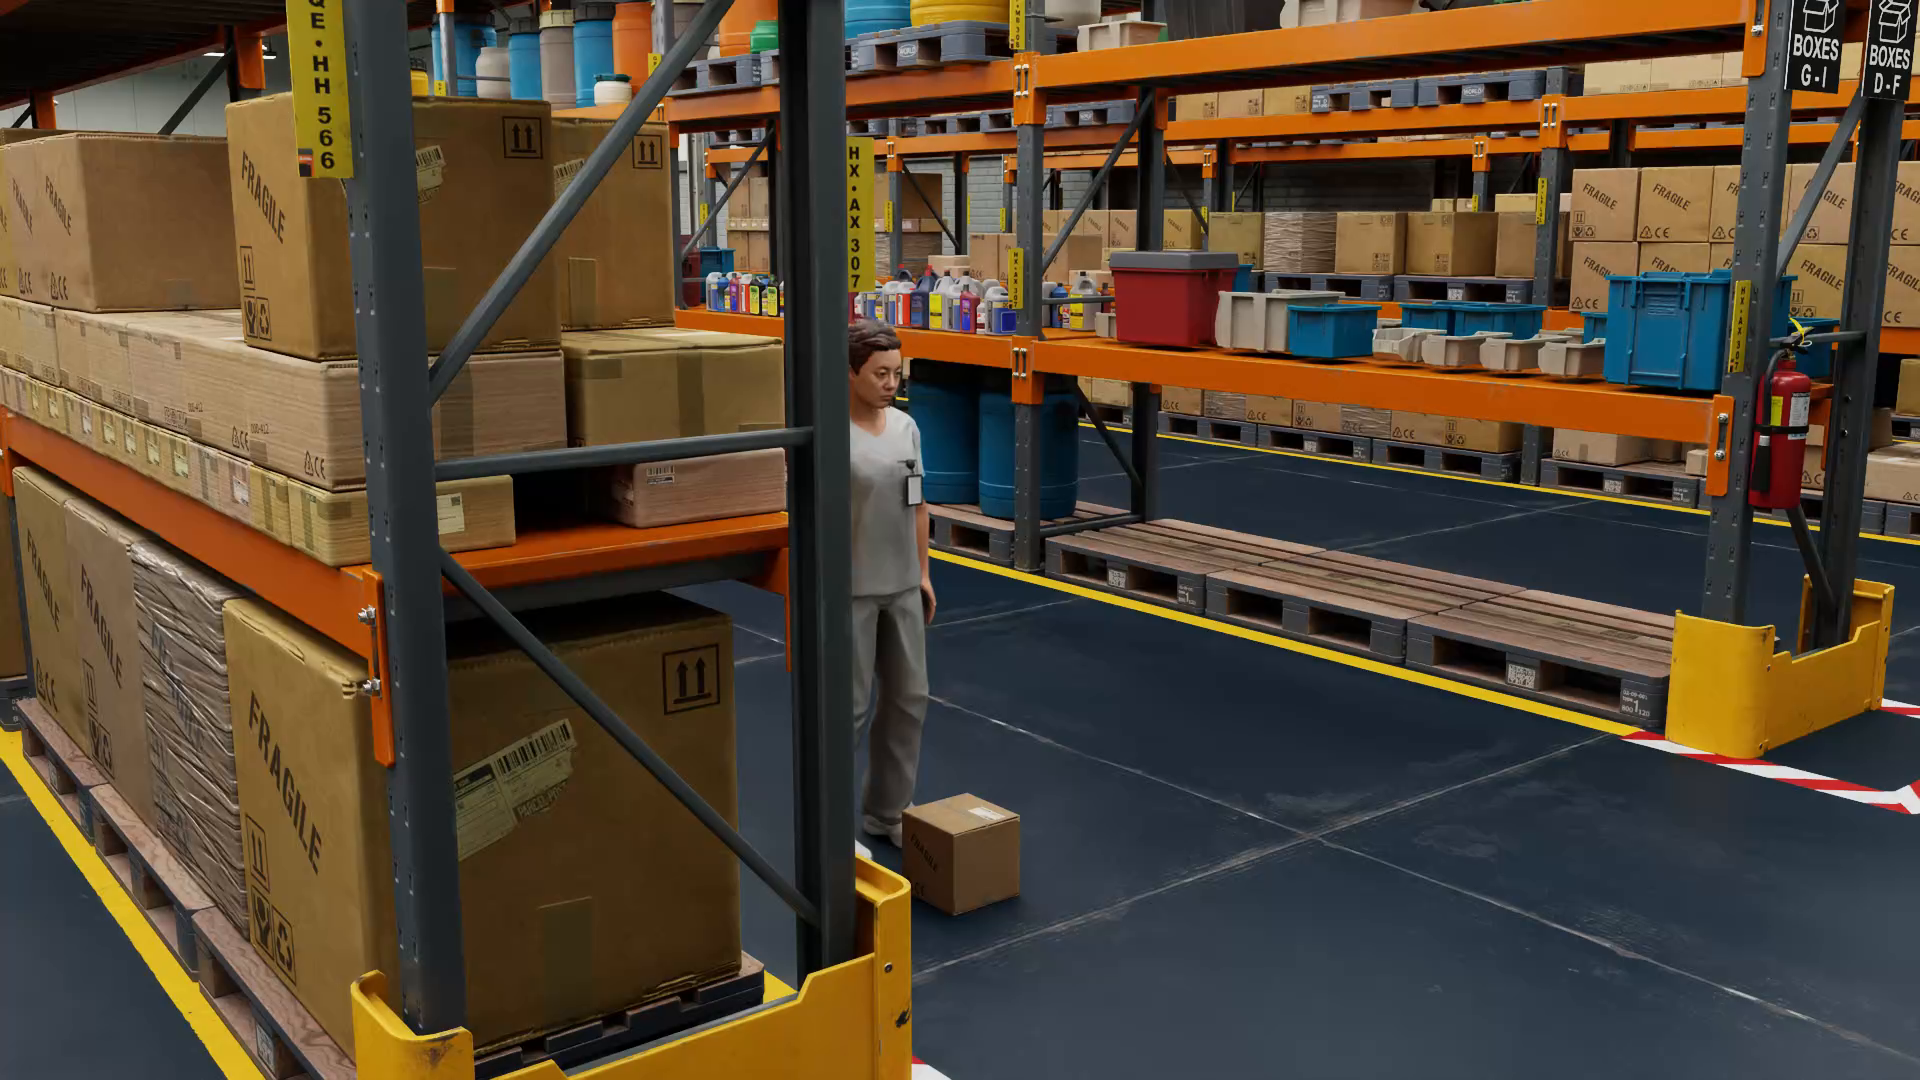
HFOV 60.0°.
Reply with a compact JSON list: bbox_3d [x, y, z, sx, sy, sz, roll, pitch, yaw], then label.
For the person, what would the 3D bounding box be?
[{"bbox_3d":[-0.285,0.154,5.163,0.441,1.672,0.364,-8,14,-37],"label":"person"}]
